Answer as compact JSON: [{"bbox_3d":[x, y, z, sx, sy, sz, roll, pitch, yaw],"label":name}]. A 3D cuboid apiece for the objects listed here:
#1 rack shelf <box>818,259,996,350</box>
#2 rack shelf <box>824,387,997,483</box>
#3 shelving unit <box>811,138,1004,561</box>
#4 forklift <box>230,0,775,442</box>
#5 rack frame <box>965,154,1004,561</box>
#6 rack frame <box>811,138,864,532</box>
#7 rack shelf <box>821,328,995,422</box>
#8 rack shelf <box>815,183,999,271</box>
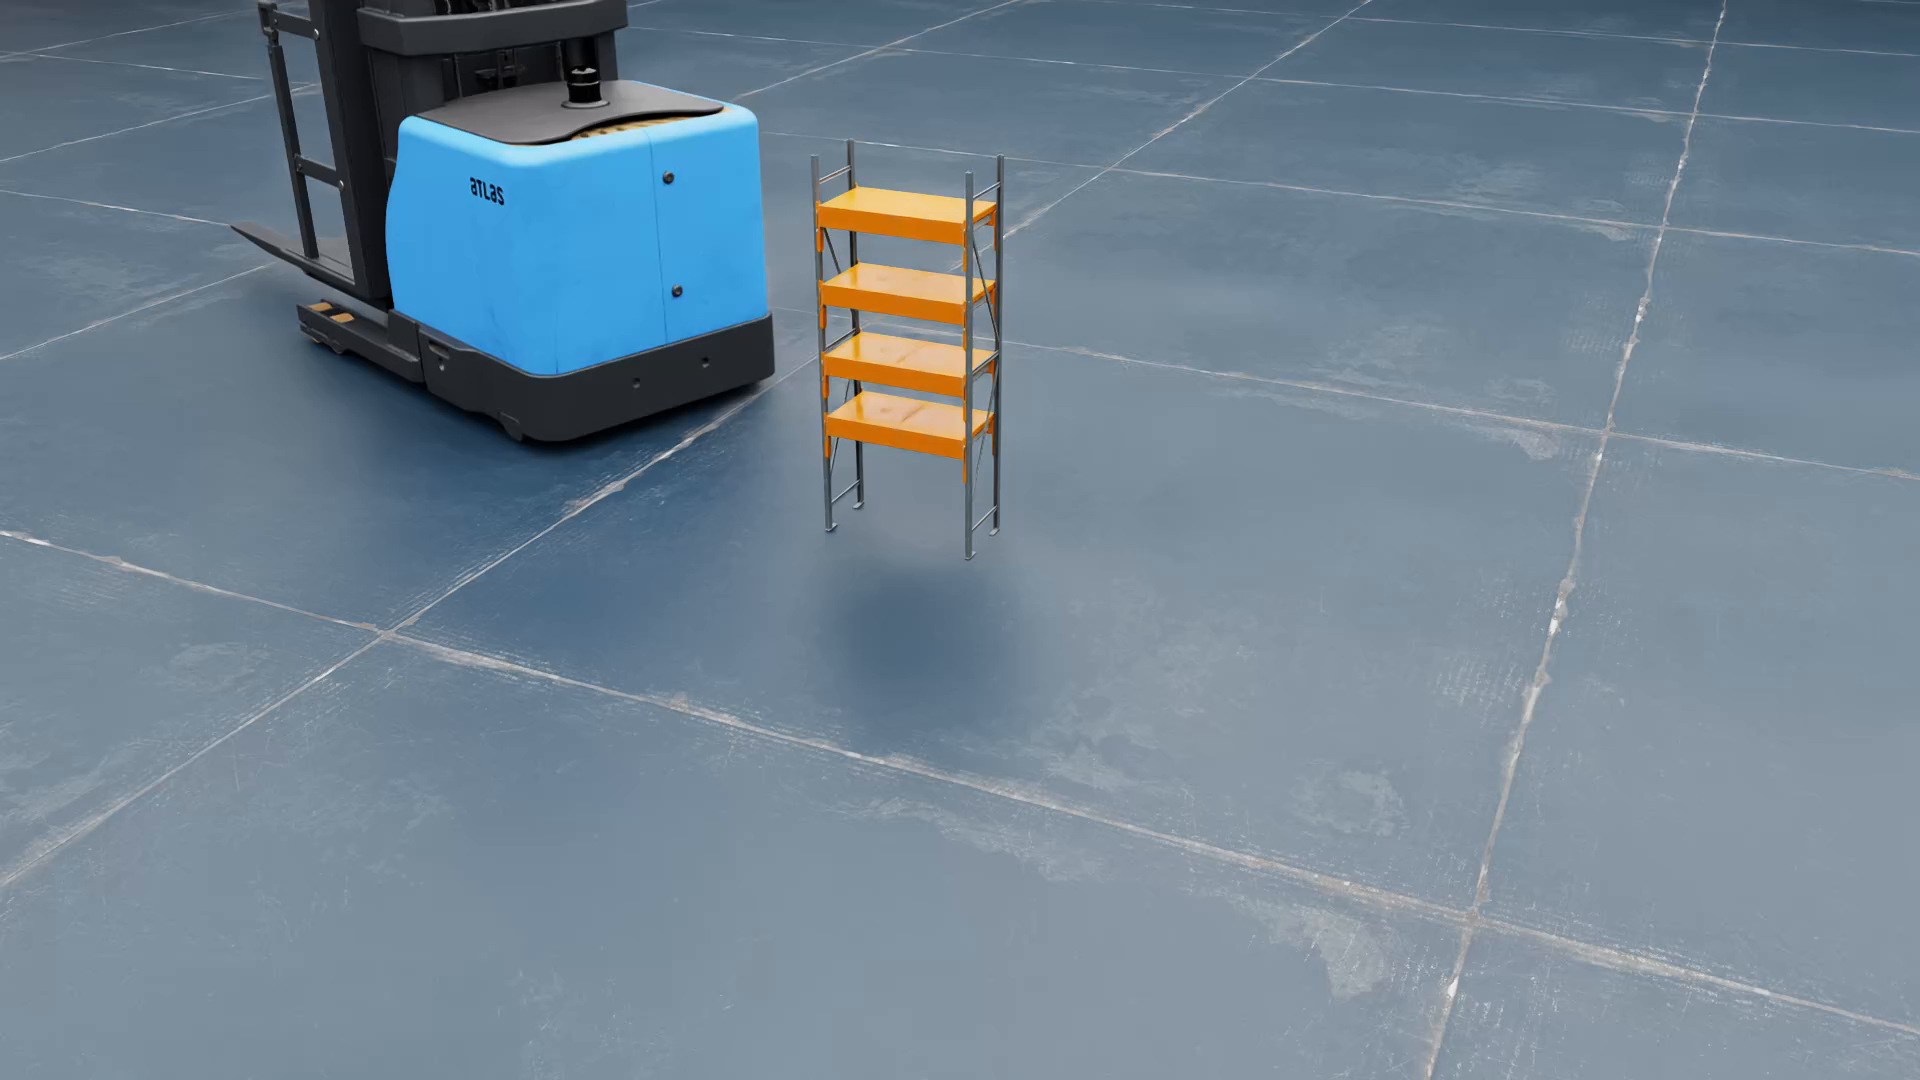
[{"bbox_3d":[-0.151,-0.709,4.977,0.480,0.148,0.258,11,28,22],"label":"rack shelf"},{"bbox_3d":[-0.151,-0.330,5.164,0.480,0.148,0.258,11,28,22],"label":"rack shelf"},{"bbox_3d":[-0.151,-0.569,5.046,0.503,1.200,0.258,11,28,22],"label":"shelving unit"},{"bbox_3d":[-2.100,-2.212,6.425,1.130,2.935,3.031,-23,35,-39],"label":"forklift"},{"bbox_3d":[0.071,-0.524,4.956,0.015,1.200,0.240,11,28,22],"label":"rack frame"},{"bbox_3d":[-0.373,-0.613,5.137,0.015,1.200,0.240,11,28,22],"label":"rack frame"},{"bbox_3d":[-0.151,-0.508,5.076,0.480,0.148,0.258,11,28,22],"label":"rack shelf"},{"bbox_3d":[-0.151,-0.921,4.873,0.480,0.148,0.258,11,28,22],"label":"rack shelf"}]
